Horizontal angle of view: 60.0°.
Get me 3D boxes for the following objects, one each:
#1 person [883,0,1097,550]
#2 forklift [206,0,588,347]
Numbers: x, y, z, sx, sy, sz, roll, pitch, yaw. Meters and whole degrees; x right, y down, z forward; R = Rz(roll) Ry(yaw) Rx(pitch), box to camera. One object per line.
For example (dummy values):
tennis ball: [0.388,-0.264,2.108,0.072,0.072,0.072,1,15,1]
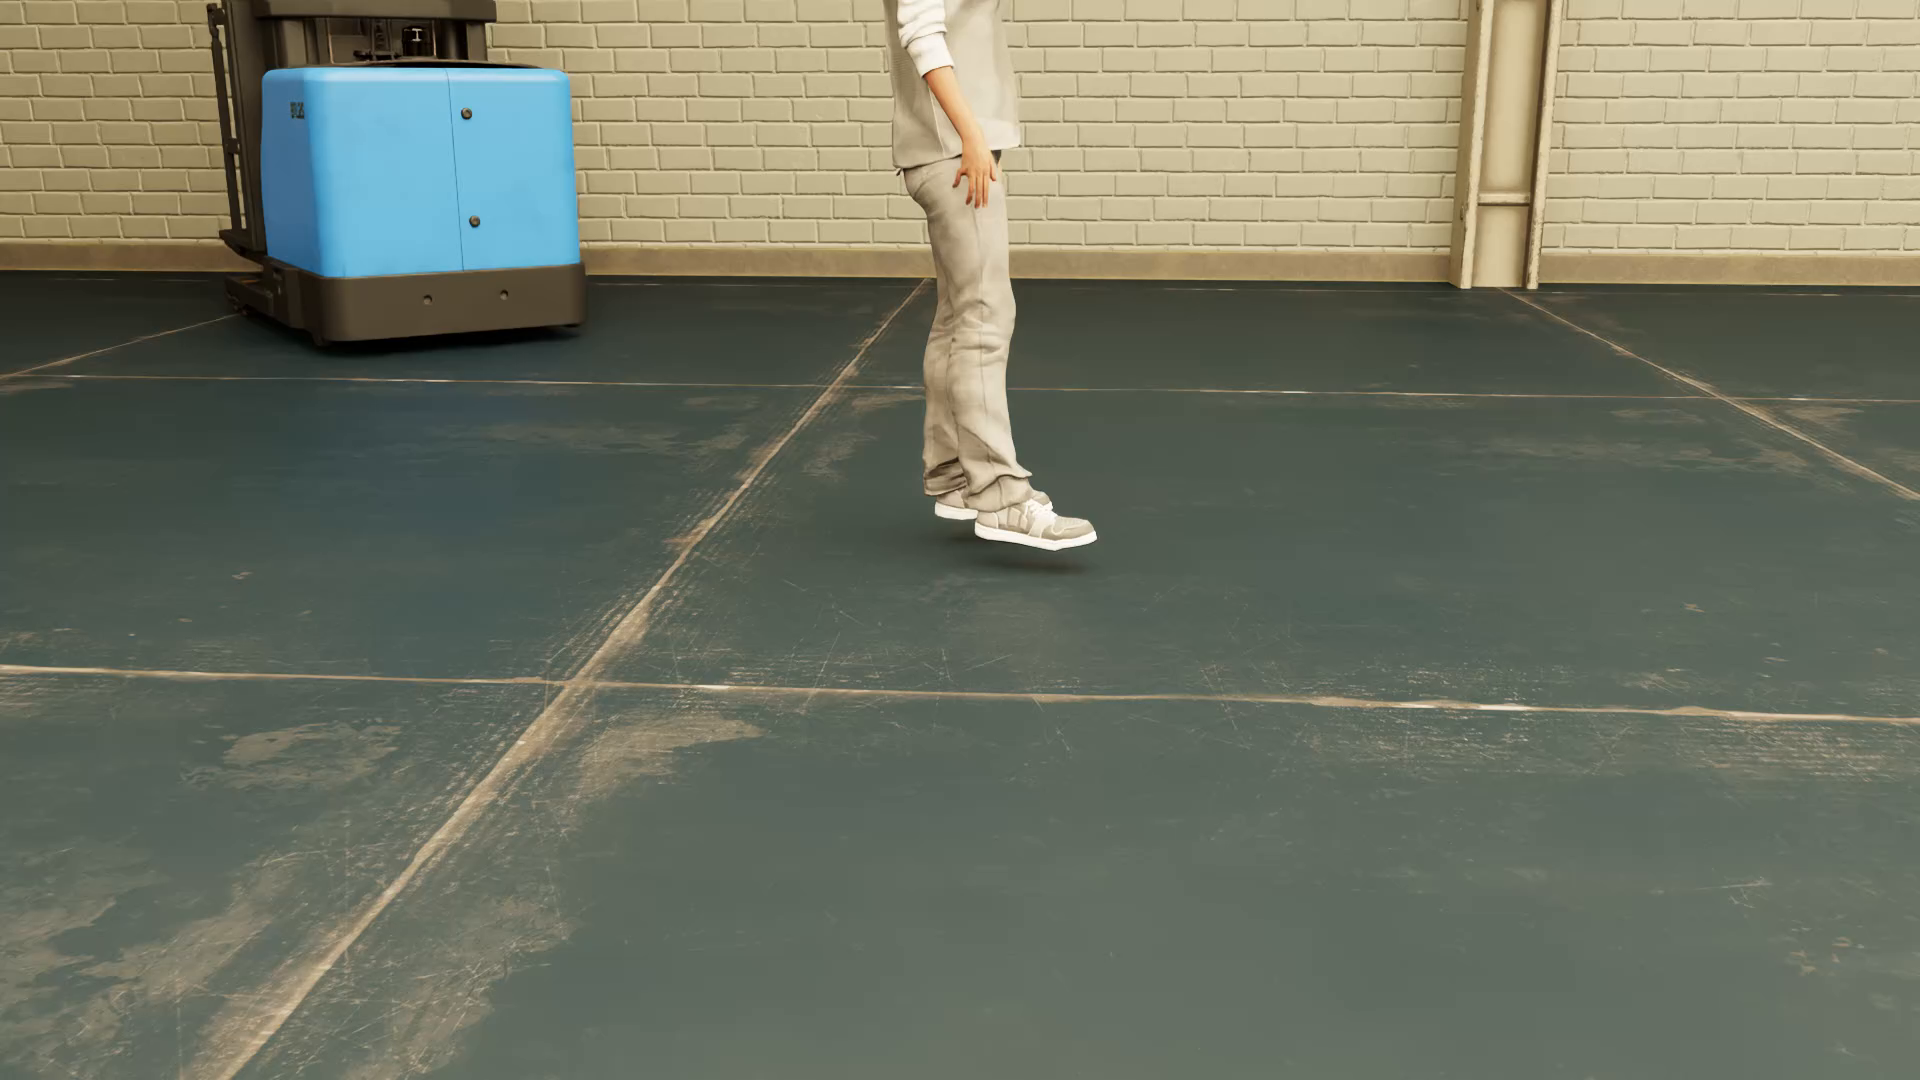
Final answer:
person: [0.073,-0.812,3.573,0.472,1.599,0.520,1,15,4]
forklift: [-2.764,-2.495,7.408,1.130,2.935,3.031,-10,18,-32]
